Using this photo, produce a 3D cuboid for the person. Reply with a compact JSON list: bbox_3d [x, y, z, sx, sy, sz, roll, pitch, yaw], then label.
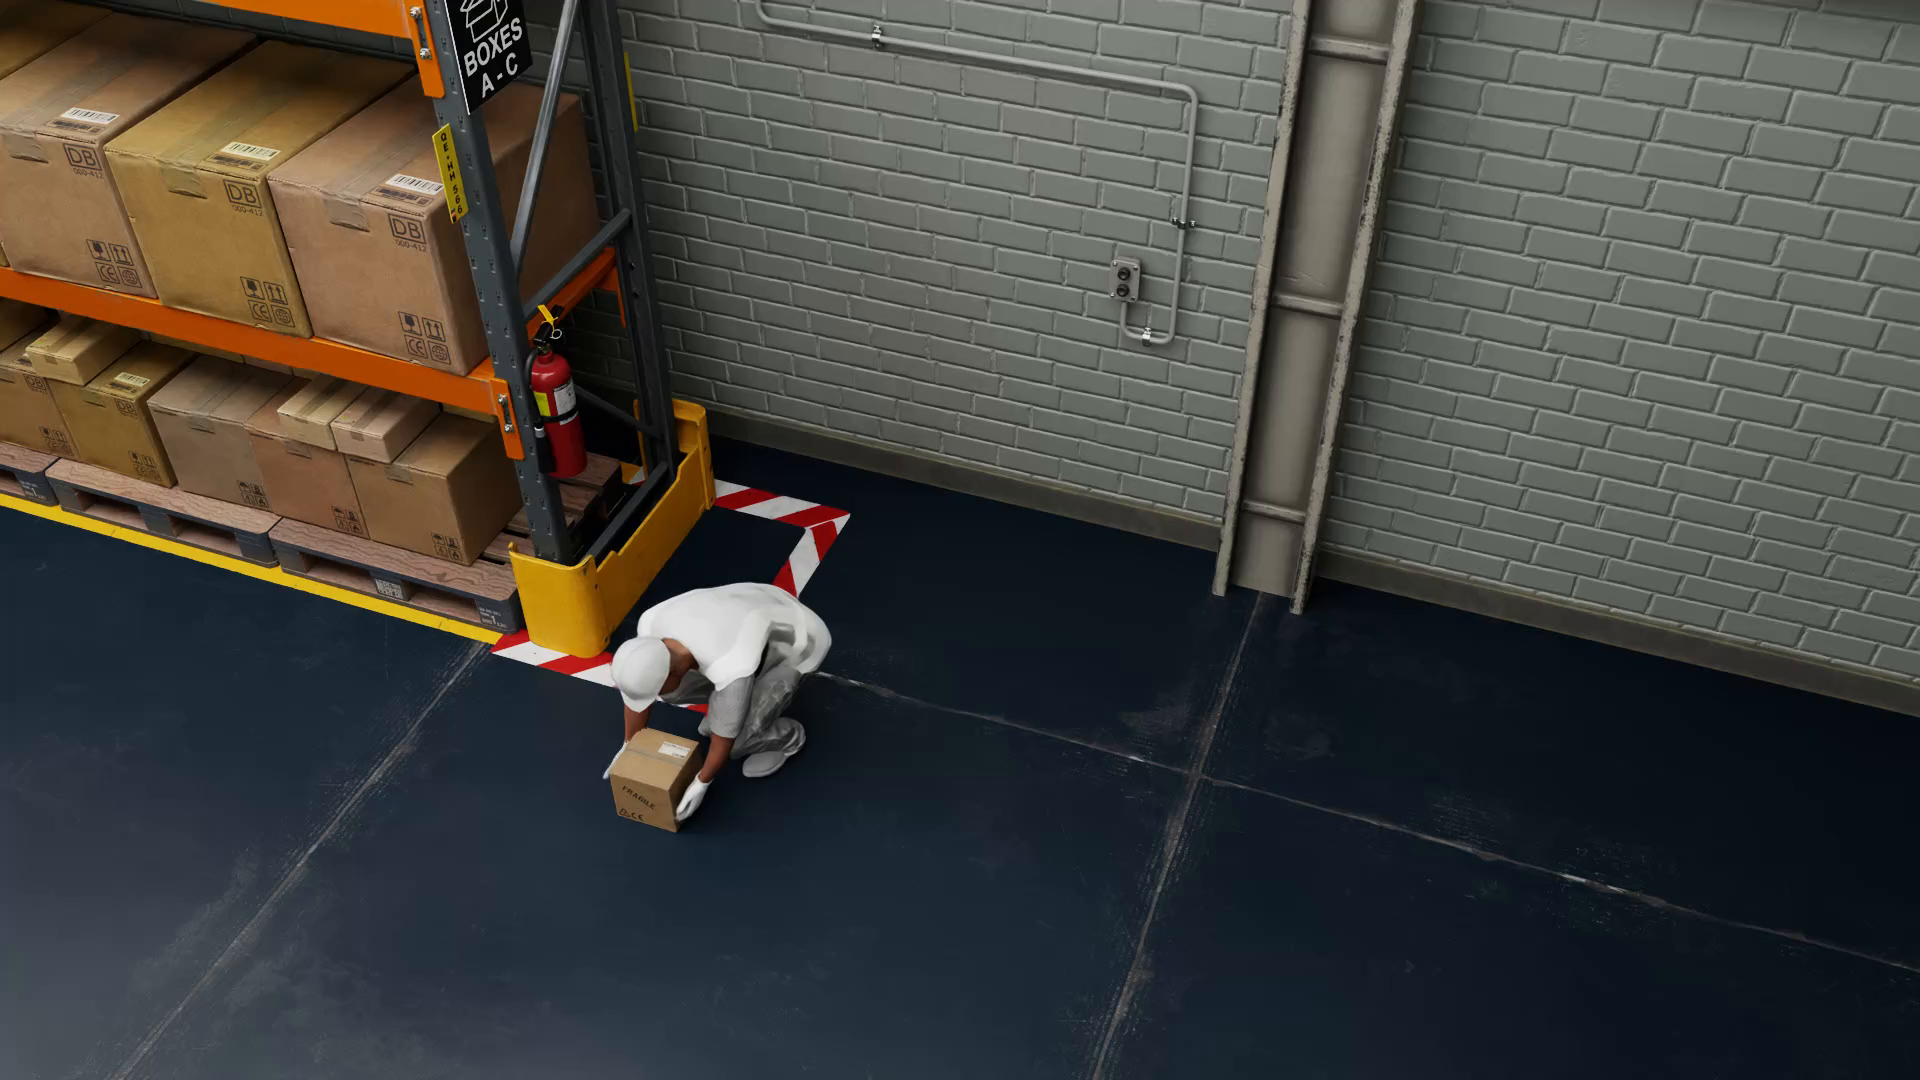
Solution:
[{"bbox_3d":[-0.900,0.530,6.216,0.935,0.897,0.579,-31,50,-31],"label":"person"}]
